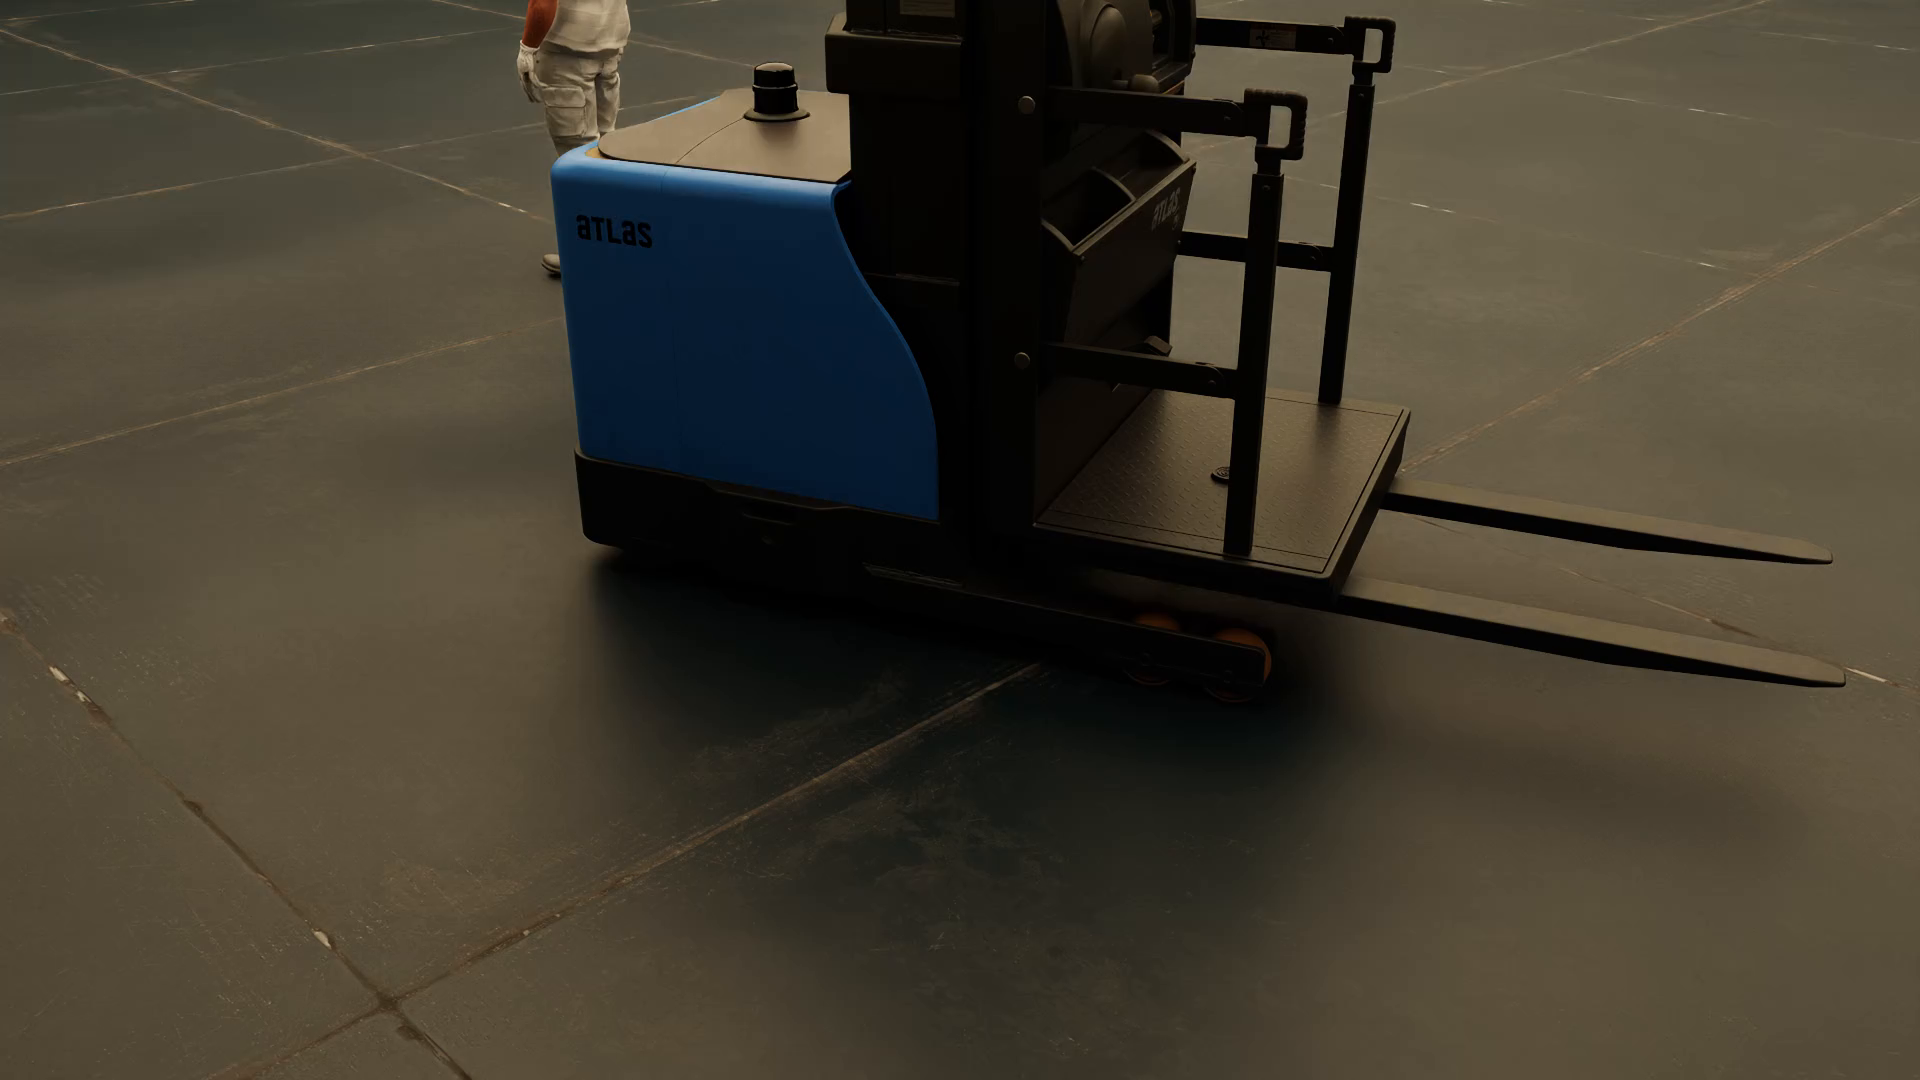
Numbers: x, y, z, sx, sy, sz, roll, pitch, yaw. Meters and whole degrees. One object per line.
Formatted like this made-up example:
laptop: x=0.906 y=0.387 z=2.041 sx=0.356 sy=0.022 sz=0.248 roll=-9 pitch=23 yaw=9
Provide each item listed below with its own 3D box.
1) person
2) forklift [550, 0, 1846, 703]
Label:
person: x=-1.522 y=-1.896 z=6.360 sx=0.562 sy=1.788 sz=0.638 roll=10 pitch=28 yaw=19
forklift: x=0.560 y=-1.212 z=3.684 sx=3.031 sy=2.935 sz=1.130 roll=11 pitch=28 yaw=20
